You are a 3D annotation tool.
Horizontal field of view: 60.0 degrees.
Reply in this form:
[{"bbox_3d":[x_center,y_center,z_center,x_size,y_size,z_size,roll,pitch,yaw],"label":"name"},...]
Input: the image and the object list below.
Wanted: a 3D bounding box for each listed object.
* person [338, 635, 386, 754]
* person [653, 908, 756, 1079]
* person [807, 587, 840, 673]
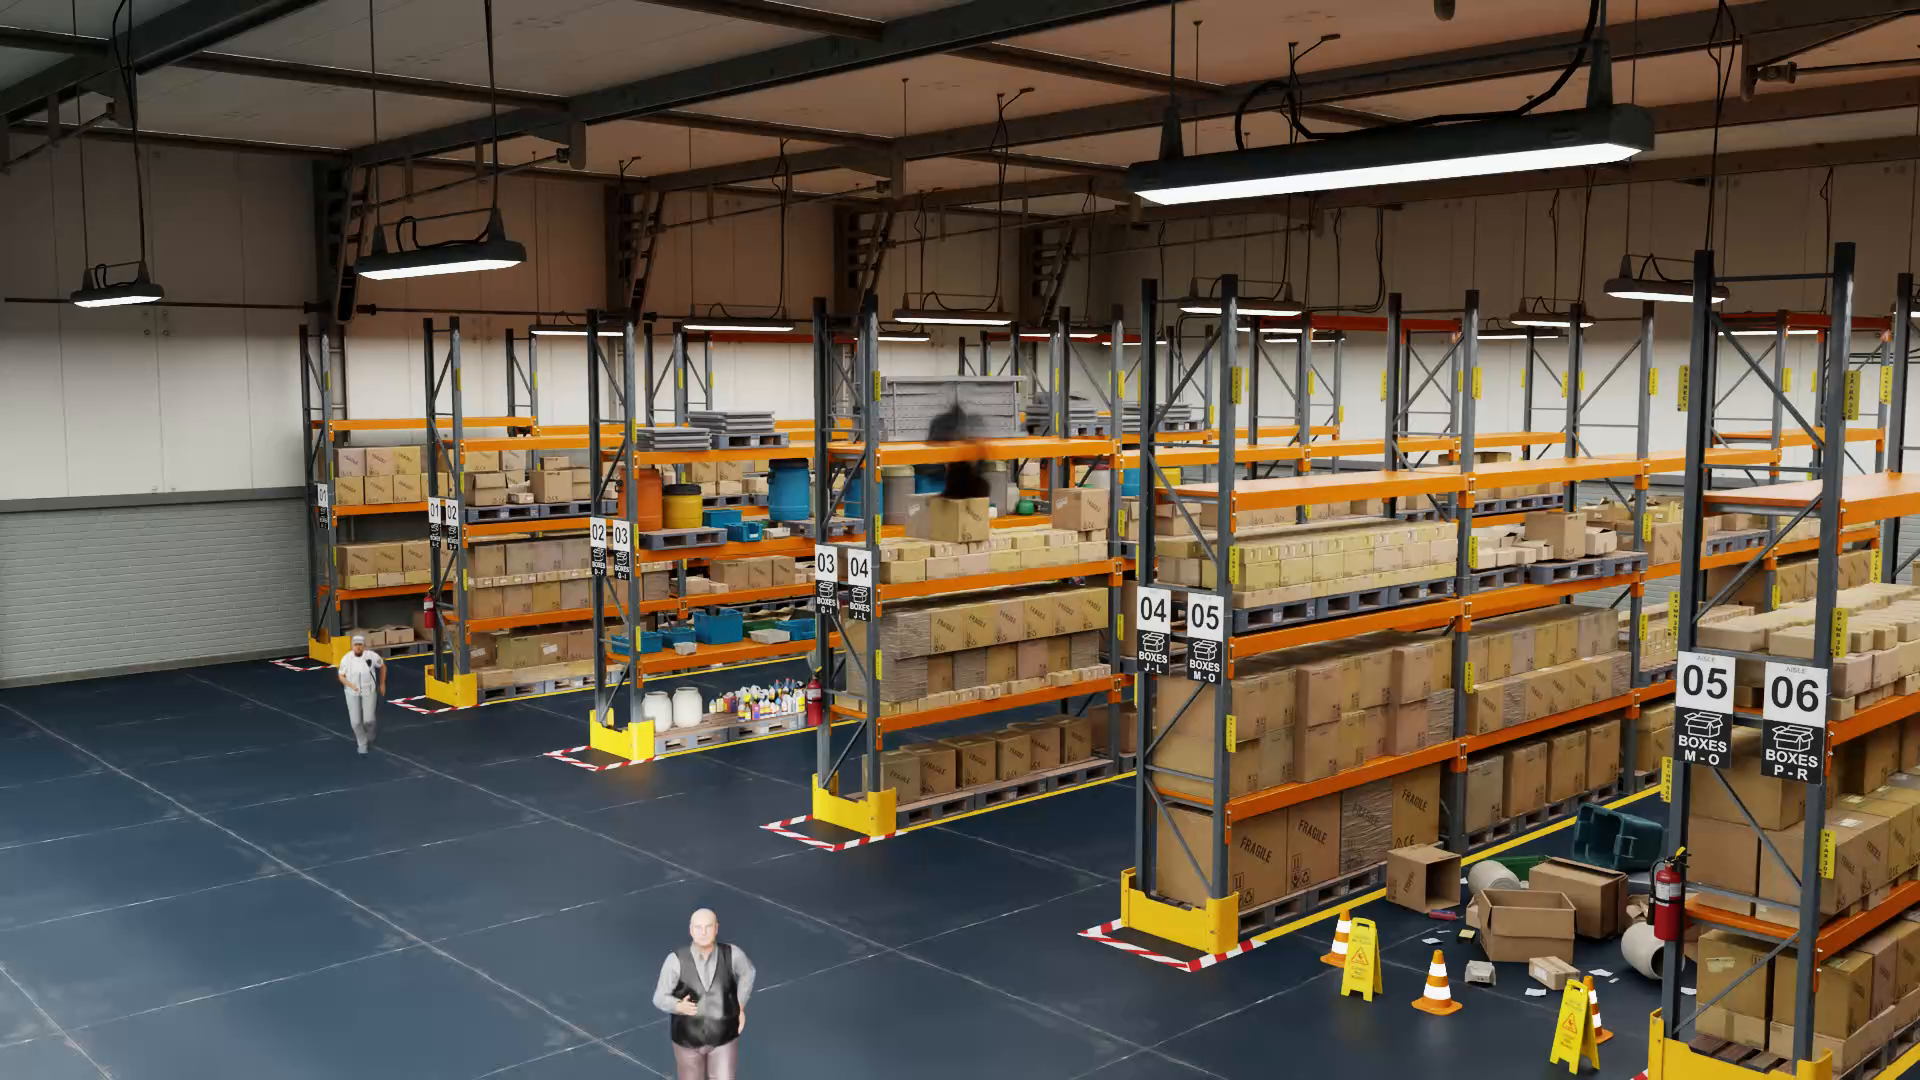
[{"bbox_3d":[-8.111,2.092,22.566,0.594,1.628,0.573,-1,6,-14],"label":"person"},{"bbox_3d":[-1.622,3.252,10.616,0.657,1.655,0.888,-1,6,-9],"label":"person"},{"bbox_3d":[-2.325,1.559,27.135,0.703,1.729,0.653,5,7,39],"label":"person"}]
